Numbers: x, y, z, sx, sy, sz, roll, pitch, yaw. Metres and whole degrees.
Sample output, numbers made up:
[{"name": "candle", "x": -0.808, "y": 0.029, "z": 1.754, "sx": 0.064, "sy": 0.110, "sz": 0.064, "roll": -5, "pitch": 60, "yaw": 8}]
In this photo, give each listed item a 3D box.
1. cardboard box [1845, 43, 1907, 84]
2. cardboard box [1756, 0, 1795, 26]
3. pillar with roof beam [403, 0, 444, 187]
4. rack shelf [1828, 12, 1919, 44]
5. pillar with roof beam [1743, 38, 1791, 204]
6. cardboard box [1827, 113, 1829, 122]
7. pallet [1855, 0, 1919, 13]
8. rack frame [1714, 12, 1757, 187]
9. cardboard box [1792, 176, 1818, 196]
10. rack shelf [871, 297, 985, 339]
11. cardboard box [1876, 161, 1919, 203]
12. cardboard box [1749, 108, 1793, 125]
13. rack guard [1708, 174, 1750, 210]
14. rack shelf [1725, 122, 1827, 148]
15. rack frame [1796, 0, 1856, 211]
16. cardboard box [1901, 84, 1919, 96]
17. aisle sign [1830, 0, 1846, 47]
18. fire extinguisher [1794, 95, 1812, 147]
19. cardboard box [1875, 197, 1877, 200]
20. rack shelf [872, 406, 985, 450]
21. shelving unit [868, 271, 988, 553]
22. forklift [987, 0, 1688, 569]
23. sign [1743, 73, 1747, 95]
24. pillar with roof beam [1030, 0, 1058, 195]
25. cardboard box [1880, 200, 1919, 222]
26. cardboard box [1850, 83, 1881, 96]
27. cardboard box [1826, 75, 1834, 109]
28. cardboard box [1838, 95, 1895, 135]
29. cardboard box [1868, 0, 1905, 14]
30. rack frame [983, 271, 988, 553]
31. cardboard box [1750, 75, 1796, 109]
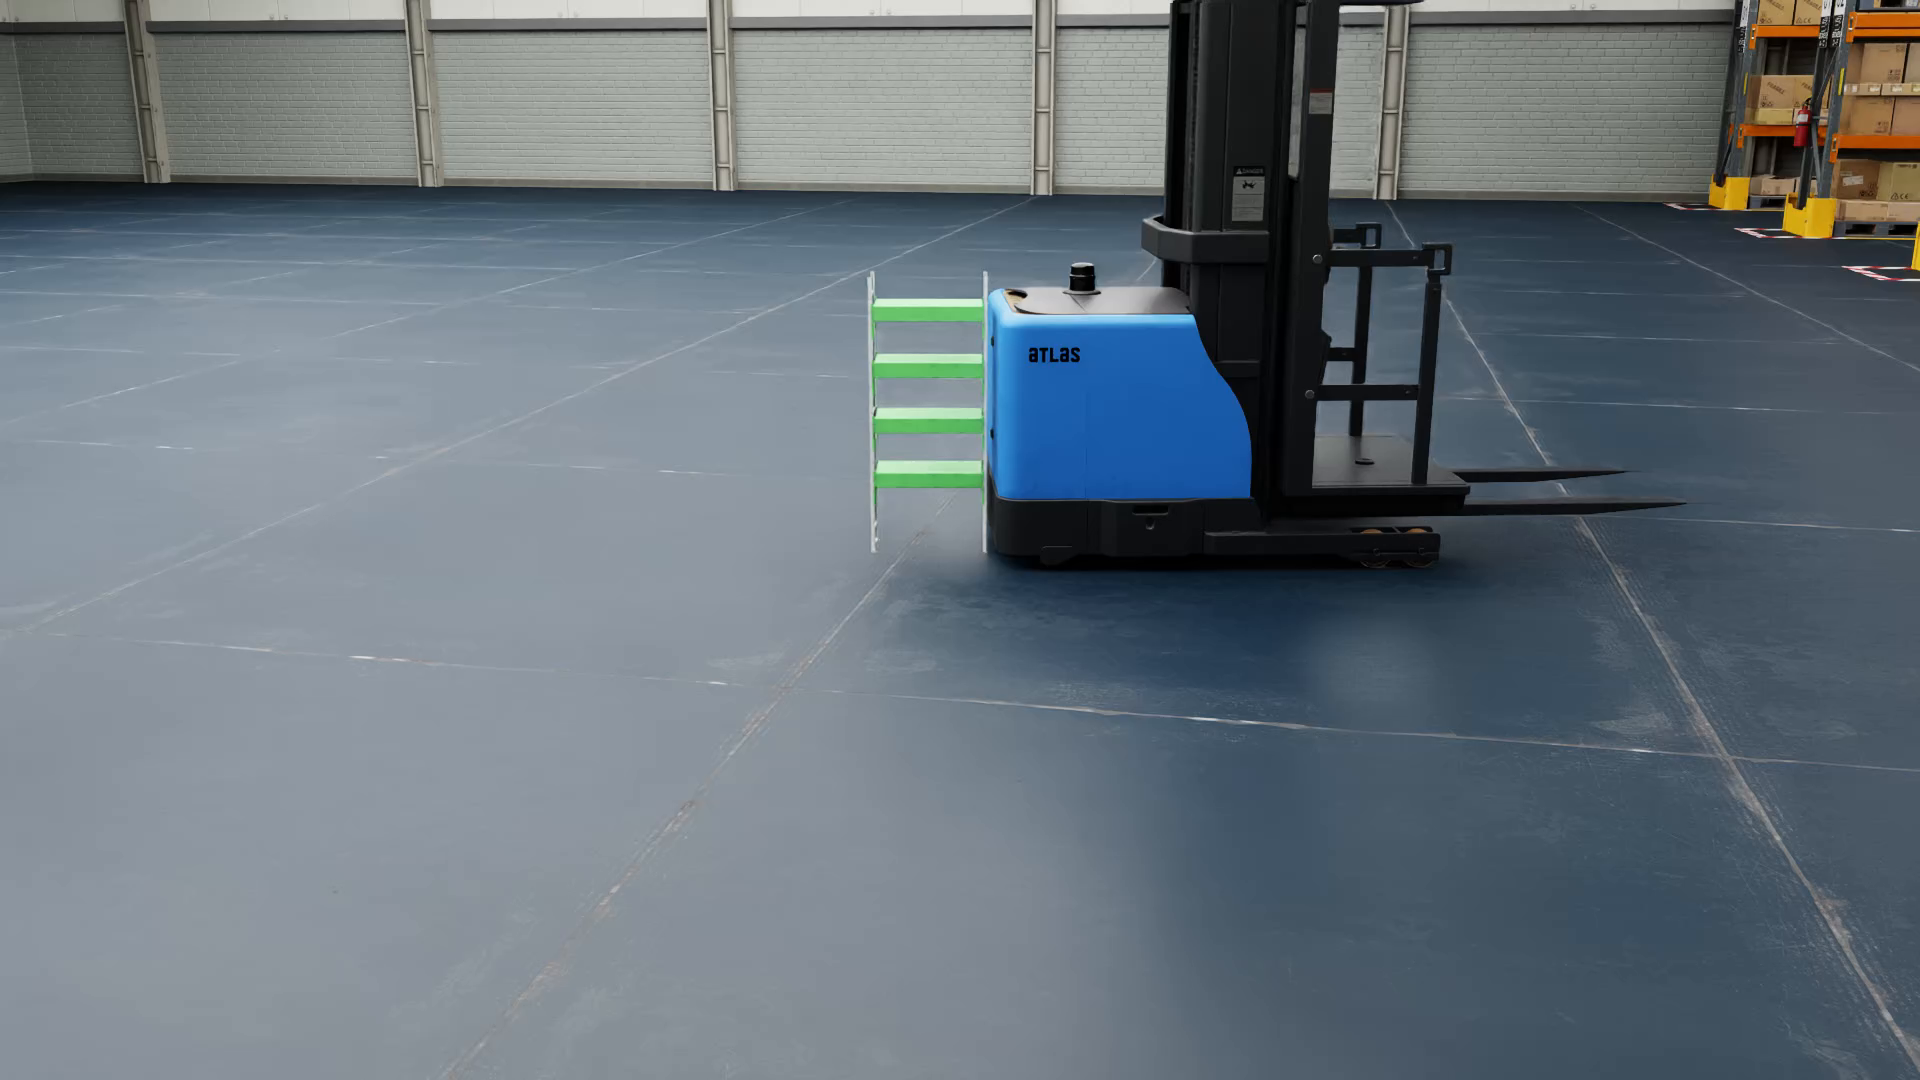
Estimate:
[{"name": "cardboard box", "x": 11.916, "y": -6.207, "z": 21.664, "sx": 0.500, "sy": 0.500, "sz": 0.700, "roll": 3, "pitch": 16, "yaw": 11}, {"name": "cardboard box", "x": 12.670, "y": -8.281, "z": 25.925, "sx": 0.500, "sy": 0.500, "sz": 0.500, "roll": 4, "pitch": 16, "yaw": 13}, {"name": "pillar with roof beam", "x": -11.126, "y": -10.092, "z": 27.066, "sx": 0.400, "sy": 9.000, "sz": 9.100, "roll": 3, "pitch": 16, "yaw": 11}, {"name": "rack shelf", "x": 13.369, "y": -6.557, "z": 21.274, "sx": 4.000, "sy": 0.370, "sz": 1.077, "roll": 3, "pitch": 16, "yaw": 11}, {"name": "pillar with roof beam", "x": 12.393, "y": -8.815, "z": 22.457, "sx": 0.400, "sy": 9.000, "sz": 9.100, "roll": 3, "pitch": 16, "yaw": 11}, {"name": "cardboard box", "x": 13.817, "y": -6.637, "z": 26.075, "sx": 0.500, "sy": 0.250, "sz": 0.500, "roll": 3, "pitch": 16, "yaw": 10}, {"name": "pallet", "x": 12.097, "y": -6.923, "z": 21.414, "sx": 1.213, "sy": 0.211, "sz": 1.003, "roll": 3, "pitch": 16, "yaw": 11}, {"name": "rack frame", "x": 12.392, "y": -6.861, "z": 26.641, "sx": 0.127, "sy": 3.000, "sz": 1.000, "roll": 3, "pitch": 16, "yaw": 11}, {"name": "cardboard box", "x": 13.611, "y": -5.686, "z": 26.614, "sx": 0.500, "sy": 0.311, "sz": 0.500, "roll": 4, "pitch": 16, "yaw": 16}, {"name": "rack shelf", "x": -0.135, "y": -0.953, "z": 7.125, "sx": 0.480, "sy": 0.148, "sz": 0.258, "roll": 0, "pitch": 15, "yaw": 0}, {"name": "cardboard box", "x": 12.381, "y": -4.691, "z": 21.766, "sx": 0.500, "sy": 0.500, "sz": 0.500, "roll": 3, "pitch": 16, "yaw": 11}, {"name": "cardboard box", "x": 12.807, "y": -6.689, "z": 26.265, "sx": 0.500, "sy": 0.250, "sz": 0.500, "roll": 3, "pitch": 16, "yaw": 9}, {"name": "rack guard", "x": 12.467, "y": -5.652, "z": 26.960, "sx": 0.348, "sy": 0.500, "sz": 1.175, "roll": 3, "pitch": 16, "yaw": 11}, {"name": "rack shelf", "x": 14.352, "y": -6.408, "z": 26.353, "sx": 4.000, "sy": 0.370, "sz": 1.077, "roll": 3, "pitch": 16, "yaw": 11}, {"name": "rack frame", "x": 11.409, "y": -5.565, "z": 21.962, "sx": 0.127, "sy": 3.000, "sz": 1.000, "roll": 3, "pitch": 16, "yaw": 11}, {"name": "cardboard box", "x": 12.254, "y": -5.821, "z": 21.486, "sx": 0.250, "sy": 0.149, "sz": 0.380, "roll": 3, "pitch": 16, "yaw": 11}, {"name": "aisle sign", "x": 11.284, "y": -6.741, "z": 21.339, "sx": 0.004, "sy": 0.787, "sz": 0.394, "roll": 3, "pitch": 16, "yaw": 11}, {"name": "fire extinguisher", "x": 11.386, "y": -5.655, "z": 22.434, "sx": 0.183, "sy": 0.674, "sz": 0.296, "roll": 3, "pitch": 16, "yaw": 11}, {"name": "cardboard box", "x": 12.486, "y": -4.467, "z": 22.365, "sx": 0.500, "sy": 0.250, "sz": 0.500, "roll": 3, "pitch": 16, "yaw": 11}, {"name": "rack shelf", "x": -0.135, "y": -0.490, "z": 7.253, "sx": 0.480, "sy": 0.148, "sz": 0.258, "roll": 0, "pitch": 15, "yaw": 0}, {"name": "shelving unit", "x": -0.135, "y": -0.552, "z": 7.236, "sx": 0.503, "sy": 1.200, "sz": 0.258, "roll": 0, "pitch": 15, "yaw": 0}, {"name": "forklift", "x": 1.646, "y": -1.432, "z": 7.170, "sx": 3.031, "sy": 2.935, "sz": 1.130, "roll": -1, "pitch": 15, "yaw": -2}, {"name": "sign", "x": 12.284, "y": -7.136, "z": 26.013, "sx": 0.005, "sy": 0.325, "sz": 0.100, "roll": 3, "pitch": 16, "yaw": 11}, {"name": "pillar with roof beam", "x": 0.634, "y": -9.453, "z": 24.762, "sx": 0.400, "sy": 9.000, "sz": 9.100, "roll": 3, "pitch": 16, "yaw": 11}, {"name": "cardboard box", "x": 12.381, "y": -4.330, "z": 21.868, "sx": 0.500, "sy": 0.250, "sz": 0.500, "roll": 3, "pitch": 16, "yaw": 11}, {"name": "cardboard box", "x": 11.751, "y": -5.848, "z": 21.584, "sx": 0.250, "sy": 0.149, "sz": 0.380, "roll": 3, "pitch": 16, "yaw": 11}, {"name": "cardboard box", "x": 13.788, "y": -6.998, "z": 25.974, "sx": 0.500, "sy": 0.500, "sz": 0.500, "roll": 3, "pitch": 16, "yaw": 9}, {"name": "cardboard box", "x": 11.864, "y": -5.585, "z": 21.847, "sx": 0.500, "sy": 0.500, "sz": 0.700, "roll": 3, "pitch": 16, "yaw": 11}, {"name": "cardboard box", "x": 14.228, "y": -8.194, "z": 25.609, "sx": 0.500, "sy": 0.500, "sz": 0.500, "roll": 4, "pitch": 16, "yaw": 15}, {"name": "rack frame", "x": 0.109, "y": -0.551, "z": 7.235, "sx": 0.015, "sy": 1.200, "sz": 0.240, "roll": 0, "pitch": 15, "yaw": 0}, {"name": "cardboard box", "x": 12.800, "y": -7.056, "z": 26.183, "sx": 0.500, "sy": 0.500, "sz": 0.500, "roll": 3, "pitch": 16, "yaw": 11}]
